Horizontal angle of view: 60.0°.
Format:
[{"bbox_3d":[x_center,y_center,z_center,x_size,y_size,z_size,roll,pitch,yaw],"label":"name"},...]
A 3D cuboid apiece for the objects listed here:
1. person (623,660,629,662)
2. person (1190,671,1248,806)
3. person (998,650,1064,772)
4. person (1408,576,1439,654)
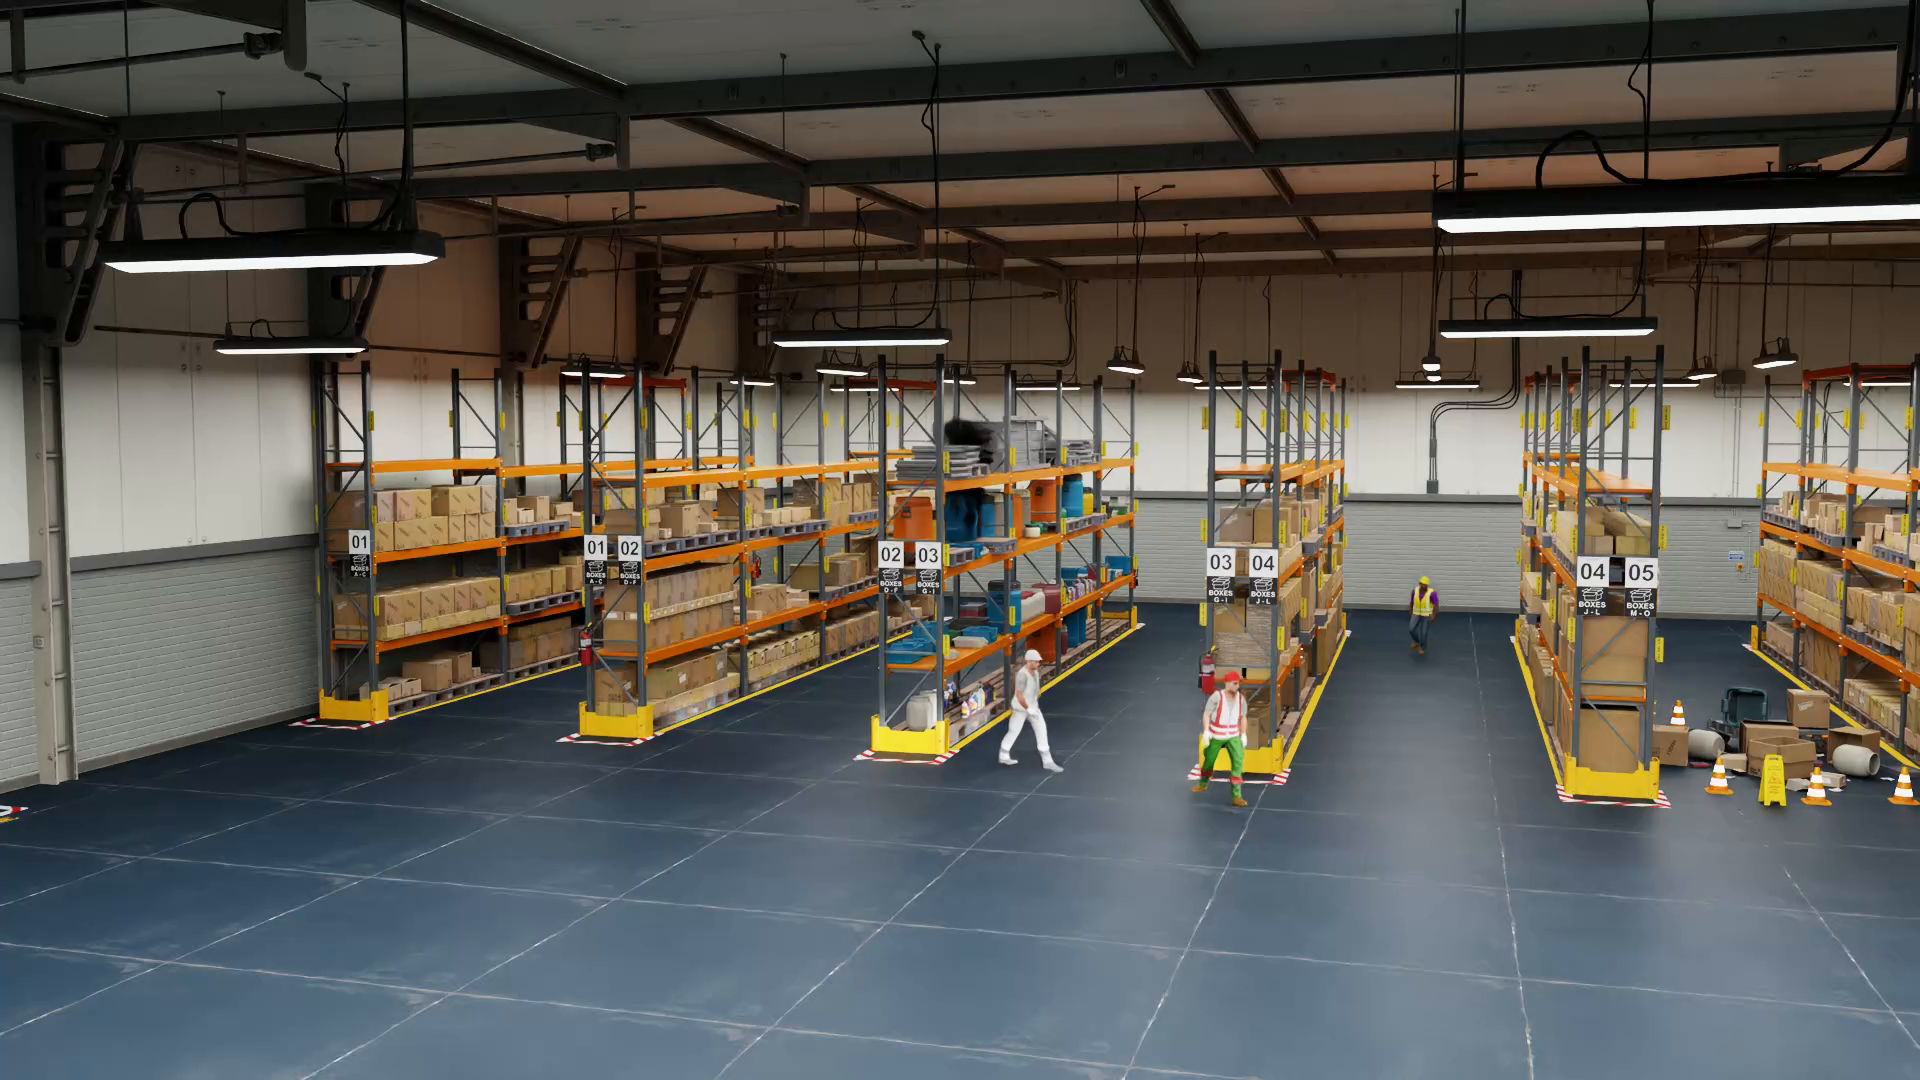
[{"bbox_3d":[-6.081,1.930,30.610,0.650,1.784,0.798,1,4,18],"label":"person"},{"bbox_3d":[3.457,2.571,21.872,0.700,1.730,1.001,-1,4,-12],"label":"person"},{"bbox_3d":[0.951,2.427,23.841,0.612,1.748,0.948,-4,6,-45],"label":"person"},{"bbox_3d":[9.879,1.604,35.522,0.715,1.712,0.636,2,5,31],"label":"person"}]
